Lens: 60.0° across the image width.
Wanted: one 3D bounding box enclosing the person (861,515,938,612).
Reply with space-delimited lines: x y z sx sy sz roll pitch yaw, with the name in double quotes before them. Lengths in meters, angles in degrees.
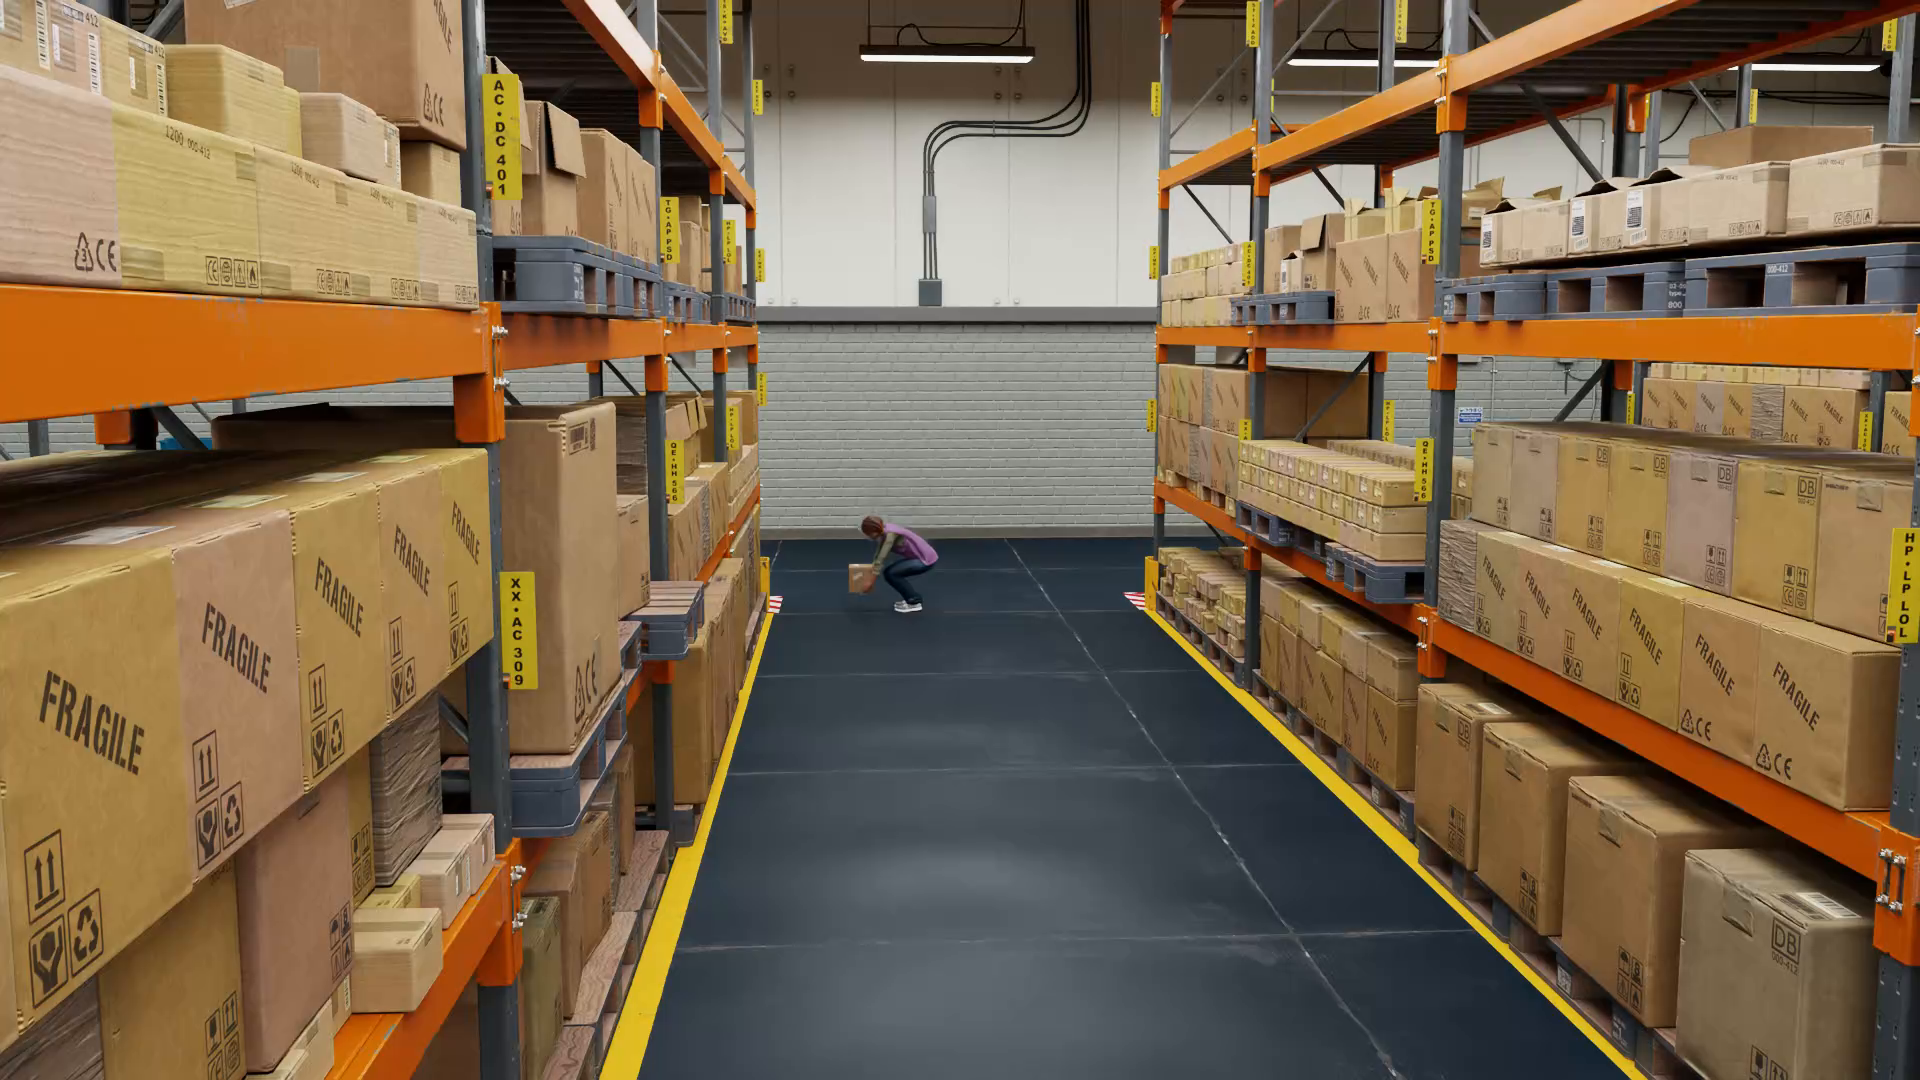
"person" -0.603 0.229 16.552 0.782 0.961 0.453 0 7 -4
